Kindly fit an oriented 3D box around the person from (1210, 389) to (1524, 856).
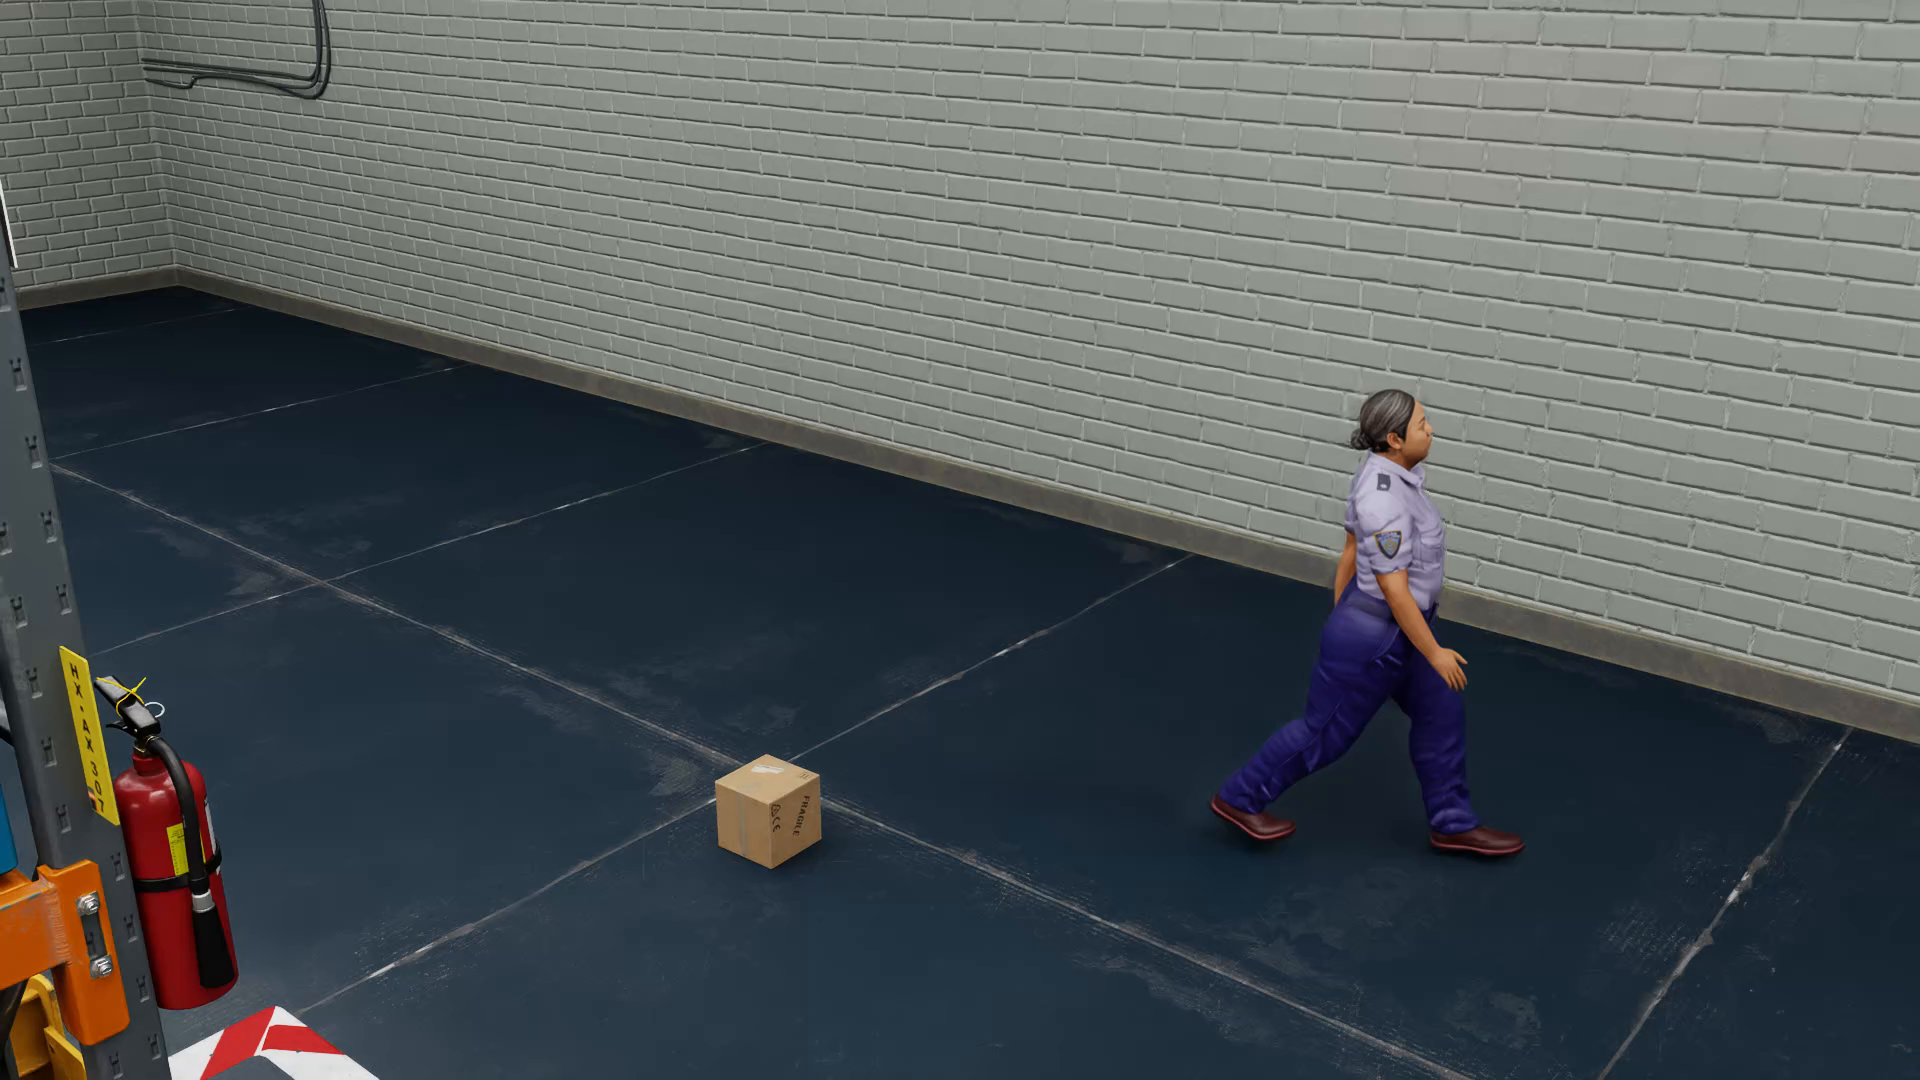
[{"bbox_3d":[1.353,0.295,5.314,1.021,1.588,0.467,7,21,18],"label":"person"}]
